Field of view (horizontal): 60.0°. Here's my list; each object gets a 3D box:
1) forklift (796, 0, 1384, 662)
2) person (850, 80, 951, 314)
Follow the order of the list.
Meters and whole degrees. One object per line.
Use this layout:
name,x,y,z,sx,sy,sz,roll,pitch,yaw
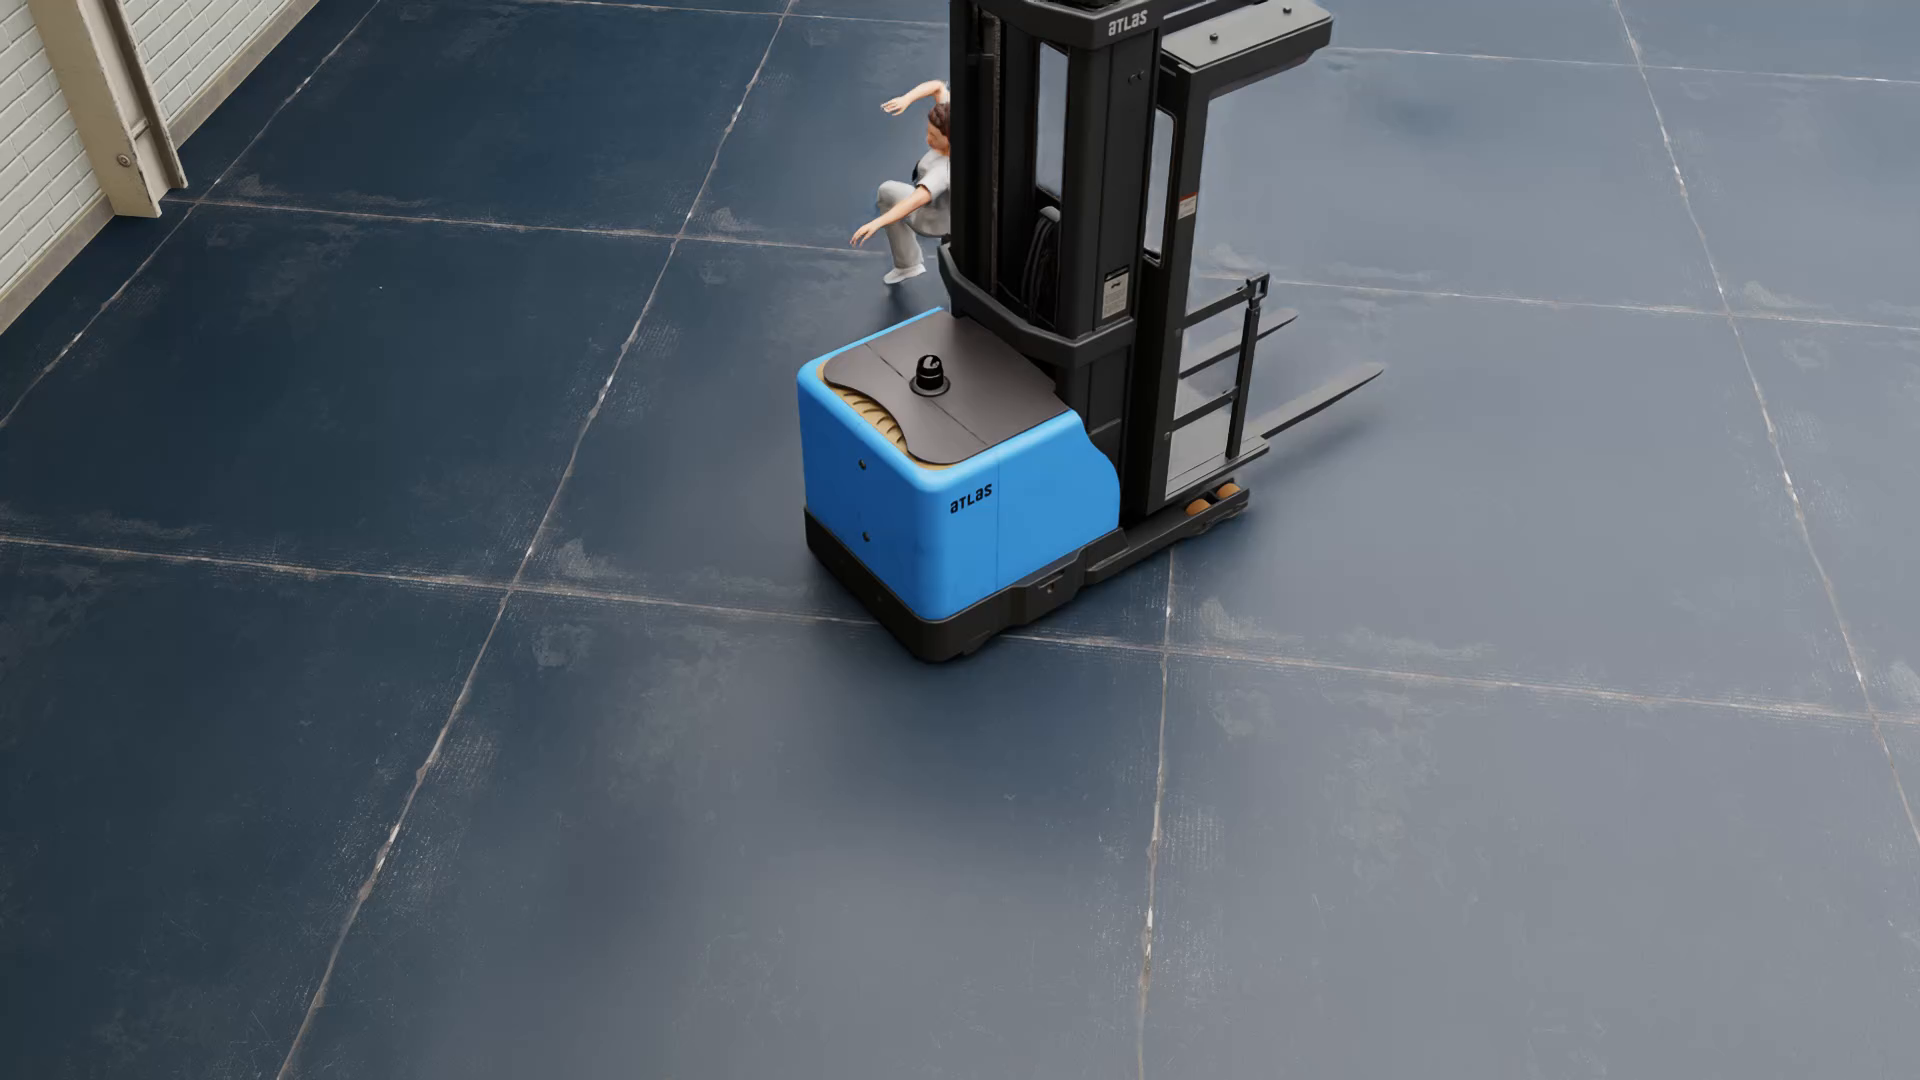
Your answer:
forklift,0.767,-1.368,7.213,3.031,2.935,1.130,-27,49,-26
person,-0.333,-1.682,8.703,0.933,1.380,0.905,-25,48,-25
